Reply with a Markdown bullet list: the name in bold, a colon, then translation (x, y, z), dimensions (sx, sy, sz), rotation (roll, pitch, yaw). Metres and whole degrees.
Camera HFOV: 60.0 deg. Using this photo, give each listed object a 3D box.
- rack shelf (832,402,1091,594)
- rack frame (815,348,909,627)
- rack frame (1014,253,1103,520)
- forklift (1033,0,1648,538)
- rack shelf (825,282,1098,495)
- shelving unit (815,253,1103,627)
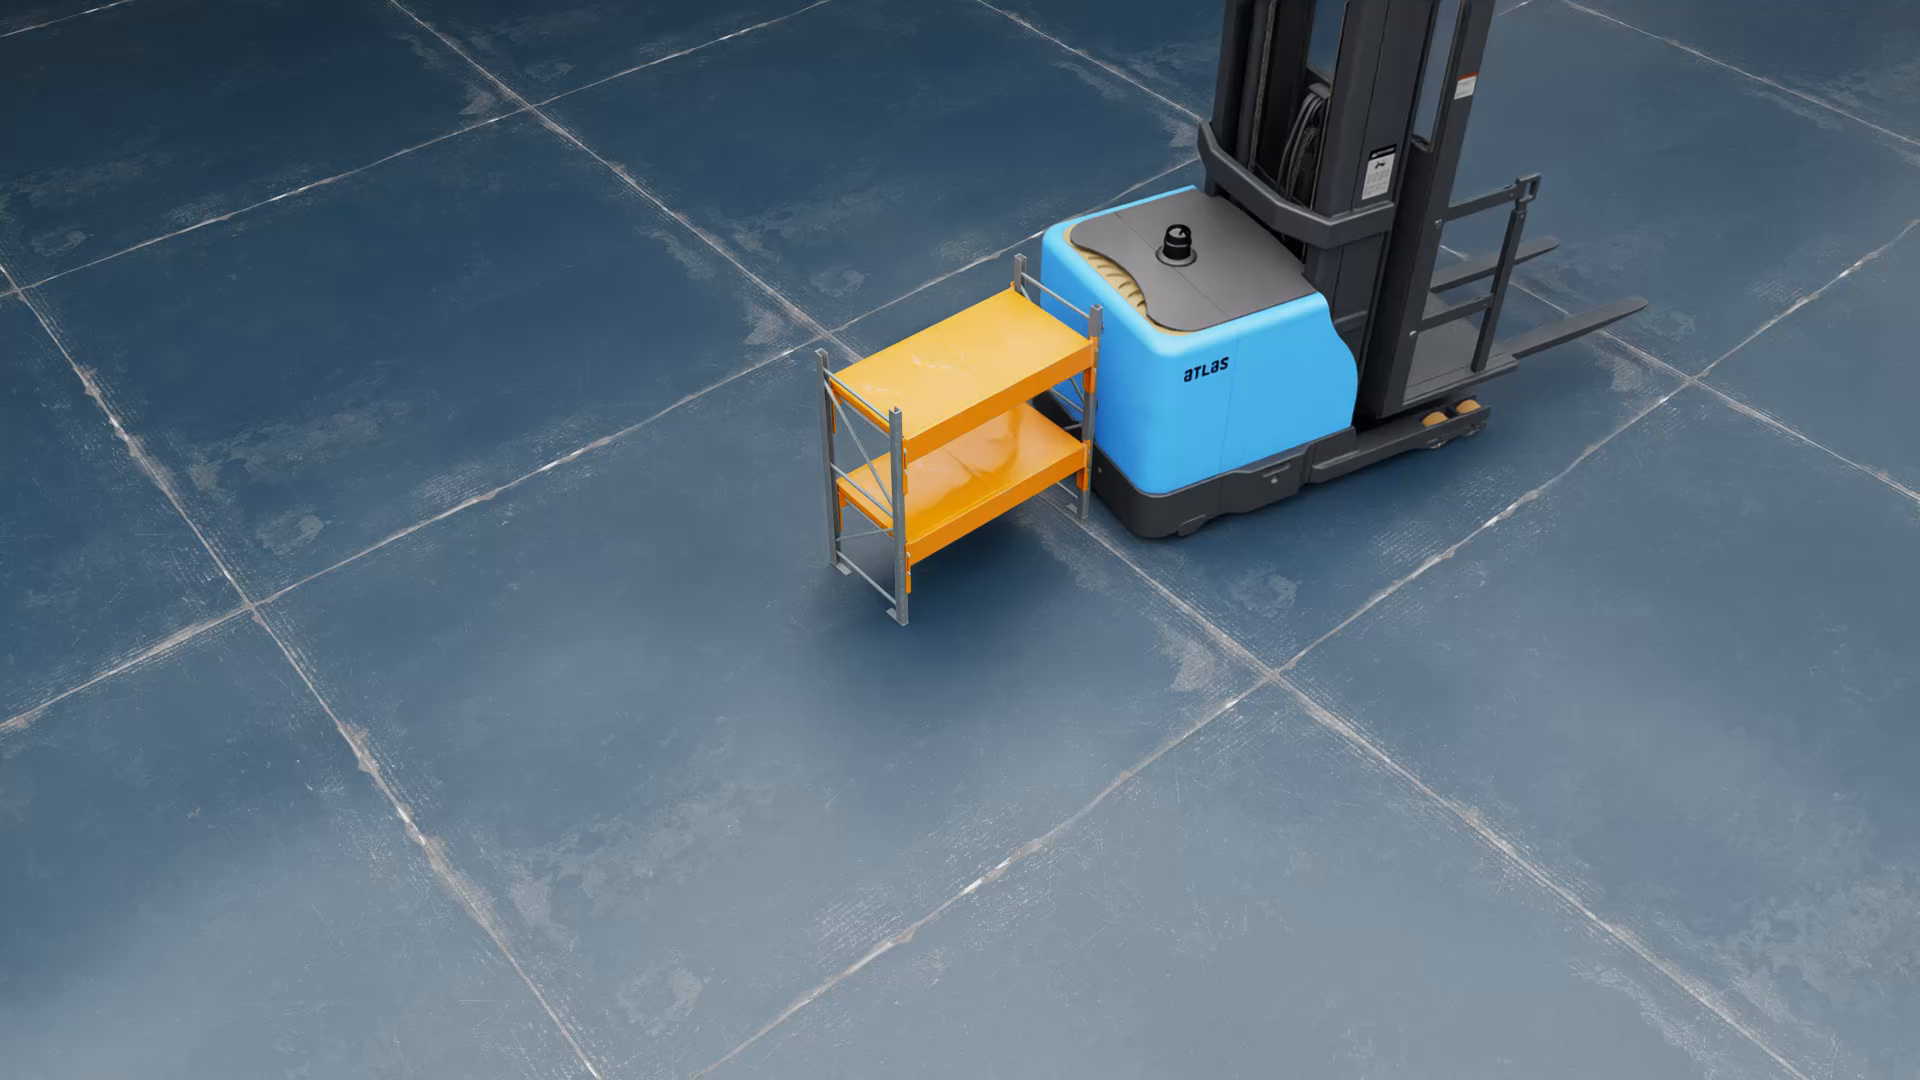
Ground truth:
- **rack shelf**: translation (0.005, -0.235, 7.035), dimensions (1.000, 0.278, 0.538), rotation (-30, 51, -28)
- **rack frame**: translation (-0.385, -0.190, 6.630), dimensions (0.032, 1.125, 0.500), rotation (-30, 51, -28)
- **rack frame**: translation (0.395, -0.636, 7.106), dimensions (0.032, 1.125, 0.500), rotation (-30, 51, -28)
- **forklift**: translation (1.886, -1.795, 7.020), dimensions (3.031, 2.935, 1.130), rotation (-20, 47, -20)
- **rack shelf**: translation (0.005, -0.626, 6.668), dimensions (1.000, 0.278, 0.538), rotation (-30, 51, -28)
- **shelving unit**: translation (0.005, -0.413, 6.868), dimensions (1.048, 1.125, 0.538), rotation (-30, 51, -28)
